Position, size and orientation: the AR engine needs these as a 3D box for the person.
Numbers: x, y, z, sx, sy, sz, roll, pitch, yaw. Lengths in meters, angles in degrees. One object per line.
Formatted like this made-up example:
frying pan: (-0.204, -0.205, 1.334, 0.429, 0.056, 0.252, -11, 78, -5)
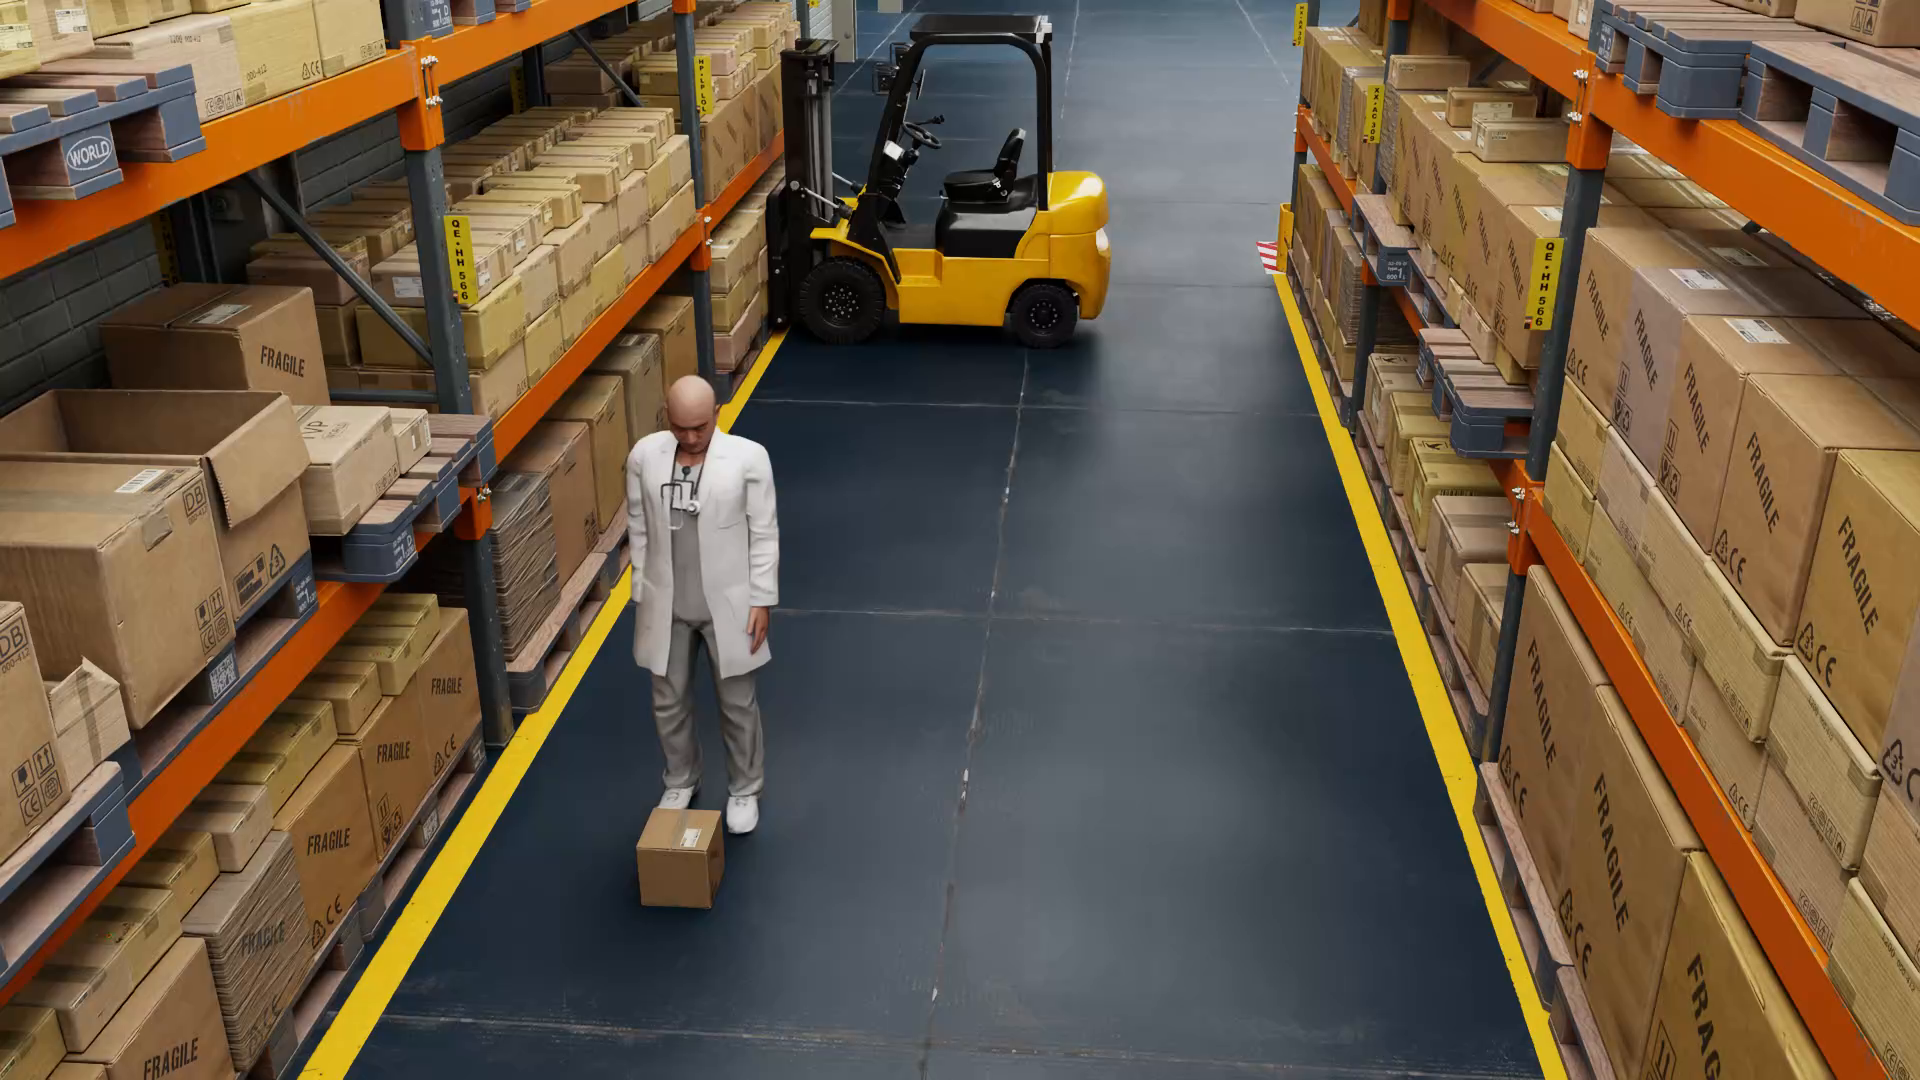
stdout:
person: (-0.938, 0.244, 6.101, 0.560, 1.771, 0.380, 3, 24, 6)
